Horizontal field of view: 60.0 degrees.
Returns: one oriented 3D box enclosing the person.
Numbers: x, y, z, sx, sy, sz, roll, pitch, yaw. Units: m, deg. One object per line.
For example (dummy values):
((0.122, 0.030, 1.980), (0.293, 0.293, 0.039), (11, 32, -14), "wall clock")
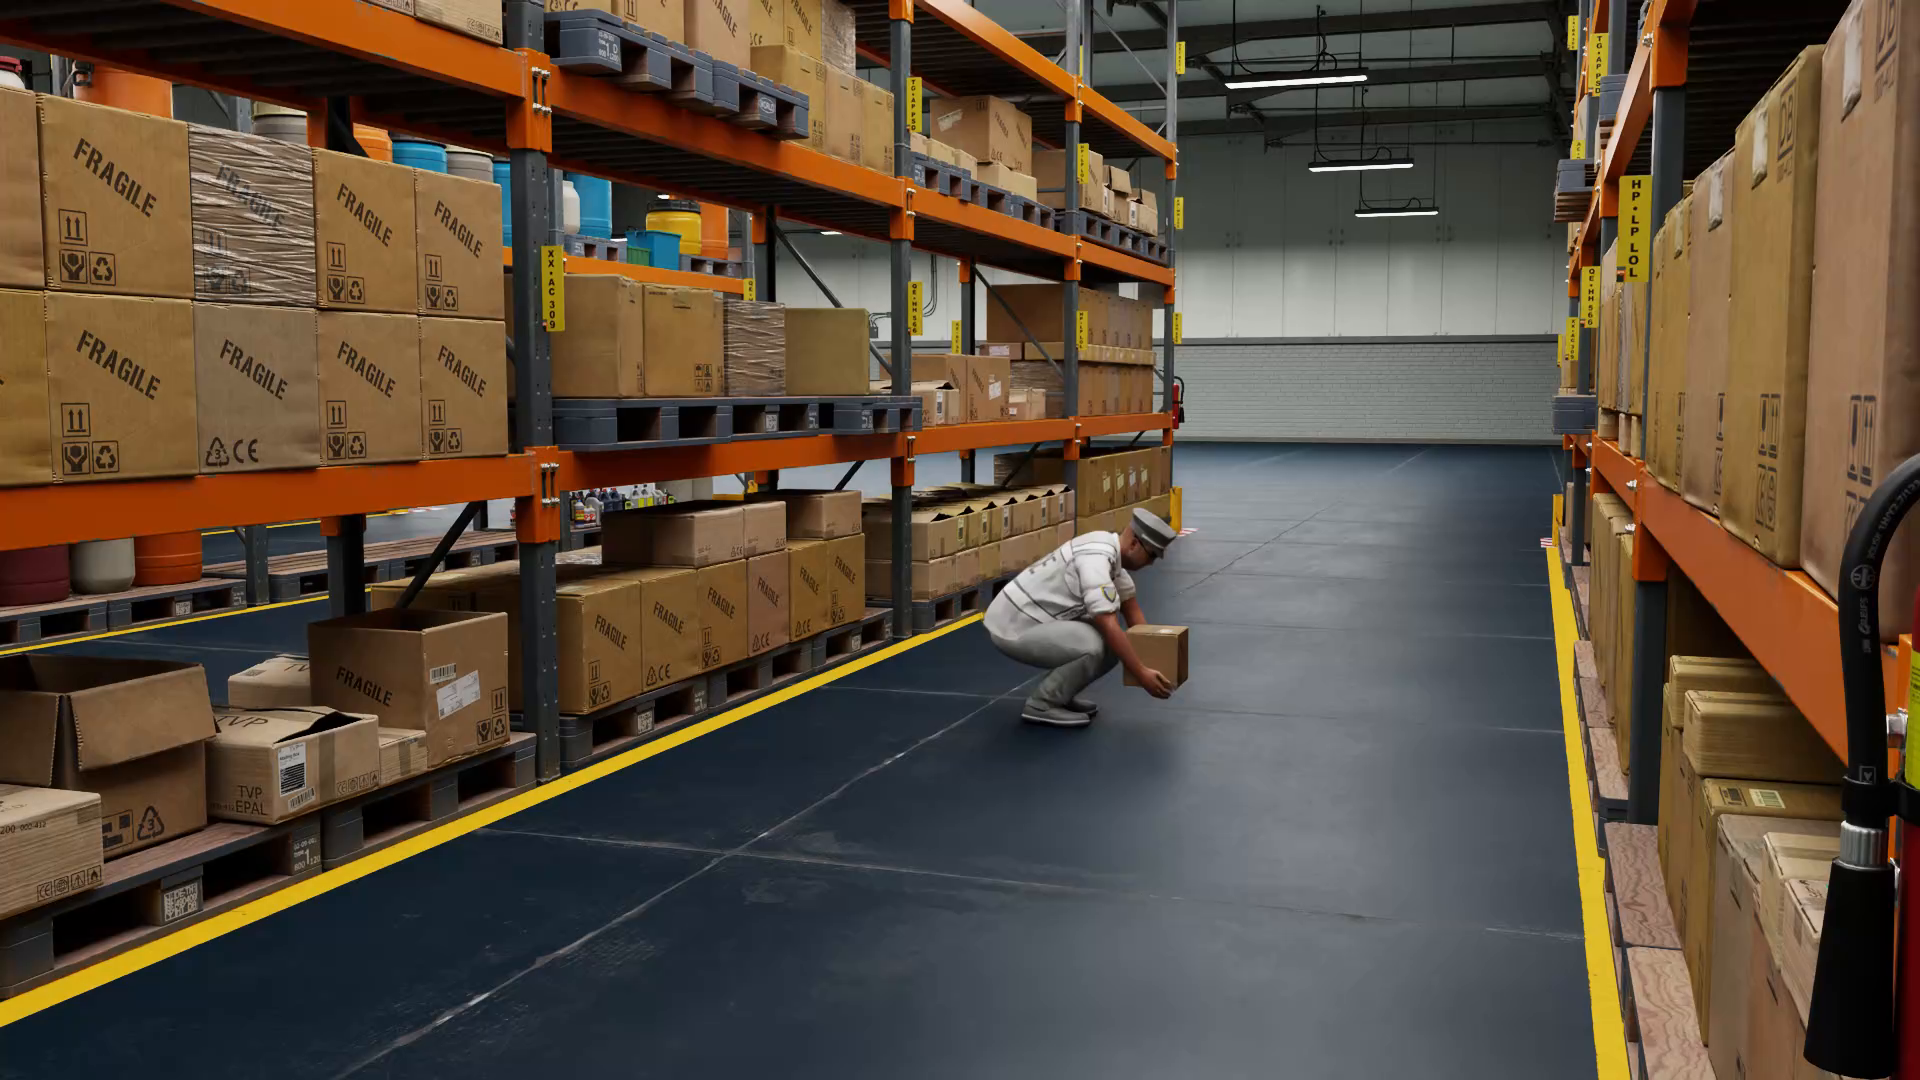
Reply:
((0.572, 0.350, 7.772), (0.899, 1.008, 0.558), (2, 5, 19), "person")
